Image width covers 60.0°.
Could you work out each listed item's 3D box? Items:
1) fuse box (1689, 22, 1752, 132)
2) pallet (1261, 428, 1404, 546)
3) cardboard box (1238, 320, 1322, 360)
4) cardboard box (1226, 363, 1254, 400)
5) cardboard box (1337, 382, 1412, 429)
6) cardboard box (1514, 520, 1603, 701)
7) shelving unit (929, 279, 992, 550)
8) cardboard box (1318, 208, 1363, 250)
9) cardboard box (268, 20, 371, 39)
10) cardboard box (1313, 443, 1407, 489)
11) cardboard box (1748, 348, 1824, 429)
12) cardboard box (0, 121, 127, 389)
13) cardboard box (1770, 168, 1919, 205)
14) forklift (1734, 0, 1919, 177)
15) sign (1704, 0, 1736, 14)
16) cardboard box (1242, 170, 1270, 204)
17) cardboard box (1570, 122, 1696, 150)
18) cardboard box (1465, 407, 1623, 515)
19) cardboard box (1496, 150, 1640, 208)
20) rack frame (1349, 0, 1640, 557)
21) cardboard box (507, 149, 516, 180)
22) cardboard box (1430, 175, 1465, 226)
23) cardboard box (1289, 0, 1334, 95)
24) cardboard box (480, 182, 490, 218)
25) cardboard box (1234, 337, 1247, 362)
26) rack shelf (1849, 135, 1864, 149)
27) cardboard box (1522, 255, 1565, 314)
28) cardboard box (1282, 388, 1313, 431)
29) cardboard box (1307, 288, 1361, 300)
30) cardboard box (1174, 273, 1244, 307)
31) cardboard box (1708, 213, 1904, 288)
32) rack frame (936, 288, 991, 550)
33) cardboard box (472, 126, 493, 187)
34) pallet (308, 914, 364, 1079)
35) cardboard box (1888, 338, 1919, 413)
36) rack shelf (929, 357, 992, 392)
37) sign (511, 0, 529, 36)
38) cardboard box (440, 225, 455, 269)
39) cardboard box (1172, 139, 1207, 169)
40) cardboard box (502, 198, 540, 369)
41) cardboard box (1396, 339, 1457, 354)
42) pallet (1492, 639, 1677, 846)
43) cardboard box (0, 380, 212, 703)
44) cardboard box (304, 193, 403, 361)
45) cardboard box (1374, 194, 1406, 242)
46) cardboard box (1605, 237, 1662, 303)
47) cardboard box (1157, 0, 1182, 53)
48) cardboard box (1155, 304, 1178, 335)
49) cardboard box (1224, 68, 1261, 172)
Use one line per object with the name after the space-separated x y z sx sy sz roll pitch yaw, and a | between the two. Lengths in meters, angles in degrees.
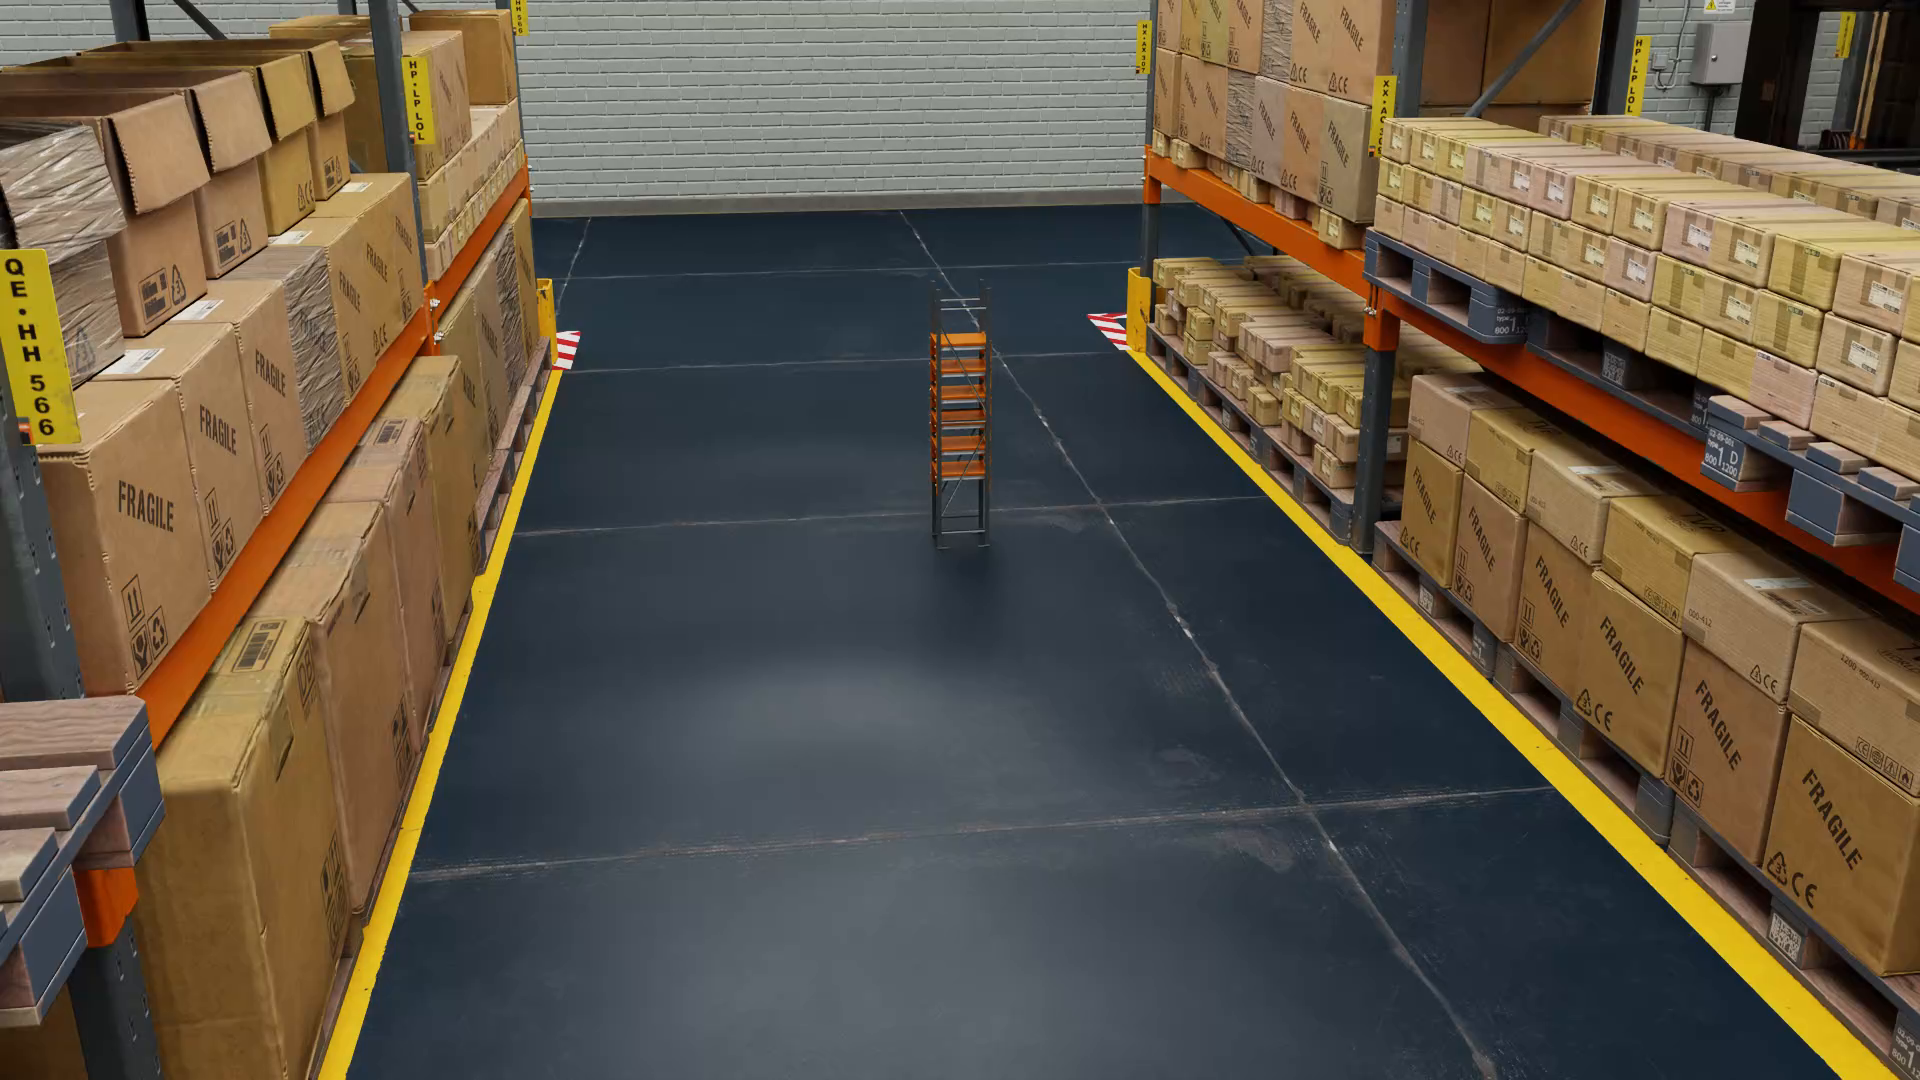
7.859 -4.450 17.185 0.539 1.711 0.414 -3 21 -8 | fuse box
2.157 -0.302 8.223 1.003 0.211 1.213 -3 21 -8 | pallet
1.719 -1.075 8.932 0.380 0.149 0.250 -4 21 -10 | cardboard box
1.707 -0.891 9.289 0.380 0.149 0.250 -3 21 -8 | cardboard box
1.979 -0.627 7.733 0.380 0.149 0.250 -2 21 -6 | cardboard box
2.299 0.230 5.786 0.500 0.500 0.500 -3 21 -7 | cardboard box
0.002 -0.557 7.493 0.258 1.200 0.189 -3 21 -8 | shelving unit
1.871 -1.430 7.618 0.380 0.149 0.250 -3 21 -9 | cardboard box
-3.256 -2.436 8.667 0.500 0.500 0.500 -3 21 -9 | cardboard box
1.895 -0.357 7.860 0.380 0.149 0.250 -3 21 -7 | cardboard box
2.267 -0.394 4.243 0.380 0.149 0.250 -3 21 -7 | cardboard box
-2.147 -0.548 3.320 0.797 0.503 0.637 -2 21 -6 | cardboard box
2.767 -1.062 5.180 0.380 0.149 0.250 -3 21 -9 | cardboard box
4.510 -1.704 8.088 1.130 2.935 3.031 -2 21 -6 | forklift
7.775 -5.509 16.999 0.339 0.242 0.001 -3 21 -8 | sign
1.719 -1.884 8.834 0.380 0.149 0.250 -3 21 -7 | cardboard box
2.579 -1.513 6.388 0.380 0.149 0.250 -4 21 -9 | cardboard box
2.213 -0.301 6.136 0.500 0.250 0.500 -2 21 -6 | cardboard box
2.042 -1.215 5.591 0.380 0.149 0.250 -3 21 -8 | cardboard box
2.288 -1.377 7.117 1.000 3.000 0.127 -3 21 -8 | rack frame
-2.759 -2.145 9.532 0.380 0.149 0.250 -3 21 -8 | cardboard box
1.967 -1.257 6.129 0.380 0.149 0.250 -2 21 -6 | cardboard box
1.873 -2.360 7.750 0.500 0.500 0.500 -4 21 -9 | cardboard box
-2.574 -1.703 8.349 0.380 0.149 0.250 -4 21 -9 | cardboard box
1.782 -1.117 9.470 0.380 0.149 0.250 -2 21 -5 | cardboard box
6.884 -2.017 9.859 1.077 0.370 4.000 -3 21 -8 | rack shelf
2.084 -0.845 5.450 0.380 0.149 0.250 -3 21 -9 | cardboard box
1.821 -0.656 8.234 0.380 0.149 0.250 -4 21 -10 | cardboard box
2.250 -1.376 9.736 0.380 0.149 0.250 -2 21 -6 | cardboard box
1.519 -1.521 10.124 0.380 0.149 0.250 -3 21 -8 | cardboard box
2.227 -0.767 4.391 0.380 0.149 0.250 -2 21 -6 | cardboard box
0.015 -0.525 7.408 0.240 1.200 0.006 -3 21 -8 | rack frame
-2.653 -1.930 8.385 0.500 0.250 0.500 -3 21 -8 | cardboard box
-2.097 1.252 4.062 1.003 0.211 1.213 -3 21 -8 | pallet
2.343 -0.359 3.724 0.380 0.149 0.250 -2 21 -7 | cardboard box
0.002 -0.740 7.424 0.258 0.103 0.180 -3 21 -8 | rack shelf
-2.672 -3.223 10.065 0.100 0.325 0.005 -3 21 -8 | sign
-2.386 -1.255 7.147 0.380 0.149 0.250 -4 21 -10 | cardboard box
1.498 -2.334 10.037 0.380 0.149 0.250 -4 21 -9 | cardboard box
-3.040 -1.531 9.965 0.875 0.875 0.875 -3 21 -8 | cardboard box
2.317 -0.920 8.515 0.380 0.149 0.250 -3 21 -9 | cardboard box
2.581 0.622 5.750 1.003 0.211 1.213 -3 21 -8 | pallet
-1.859 -0.006 3.303 0.500 0.500 0.500 -2 21 -6 | cardboard box
-2.232 -0.889 5.667 0.500 0.500 0.500 -2 21 -6 | cardboard box
1.890 -1.297 6.660 0.380 0.149 0.250 -4 21 -10 | cardboard box
2.155 -0.805 4.919 0.380 0.149 0.250 -2 21 -6 | cardboard box
1.514 -3.248 10.128 0.500 0.500 0.500 -3 21 -8 | cardboard box
1.470 -1.426 10.721 0.380 0.149 0.250 -2 21 -7 | cardboard box
1.743 -2.249 8.882 0.500 0.500 0.500 -3 21 -9 | cardboard box
